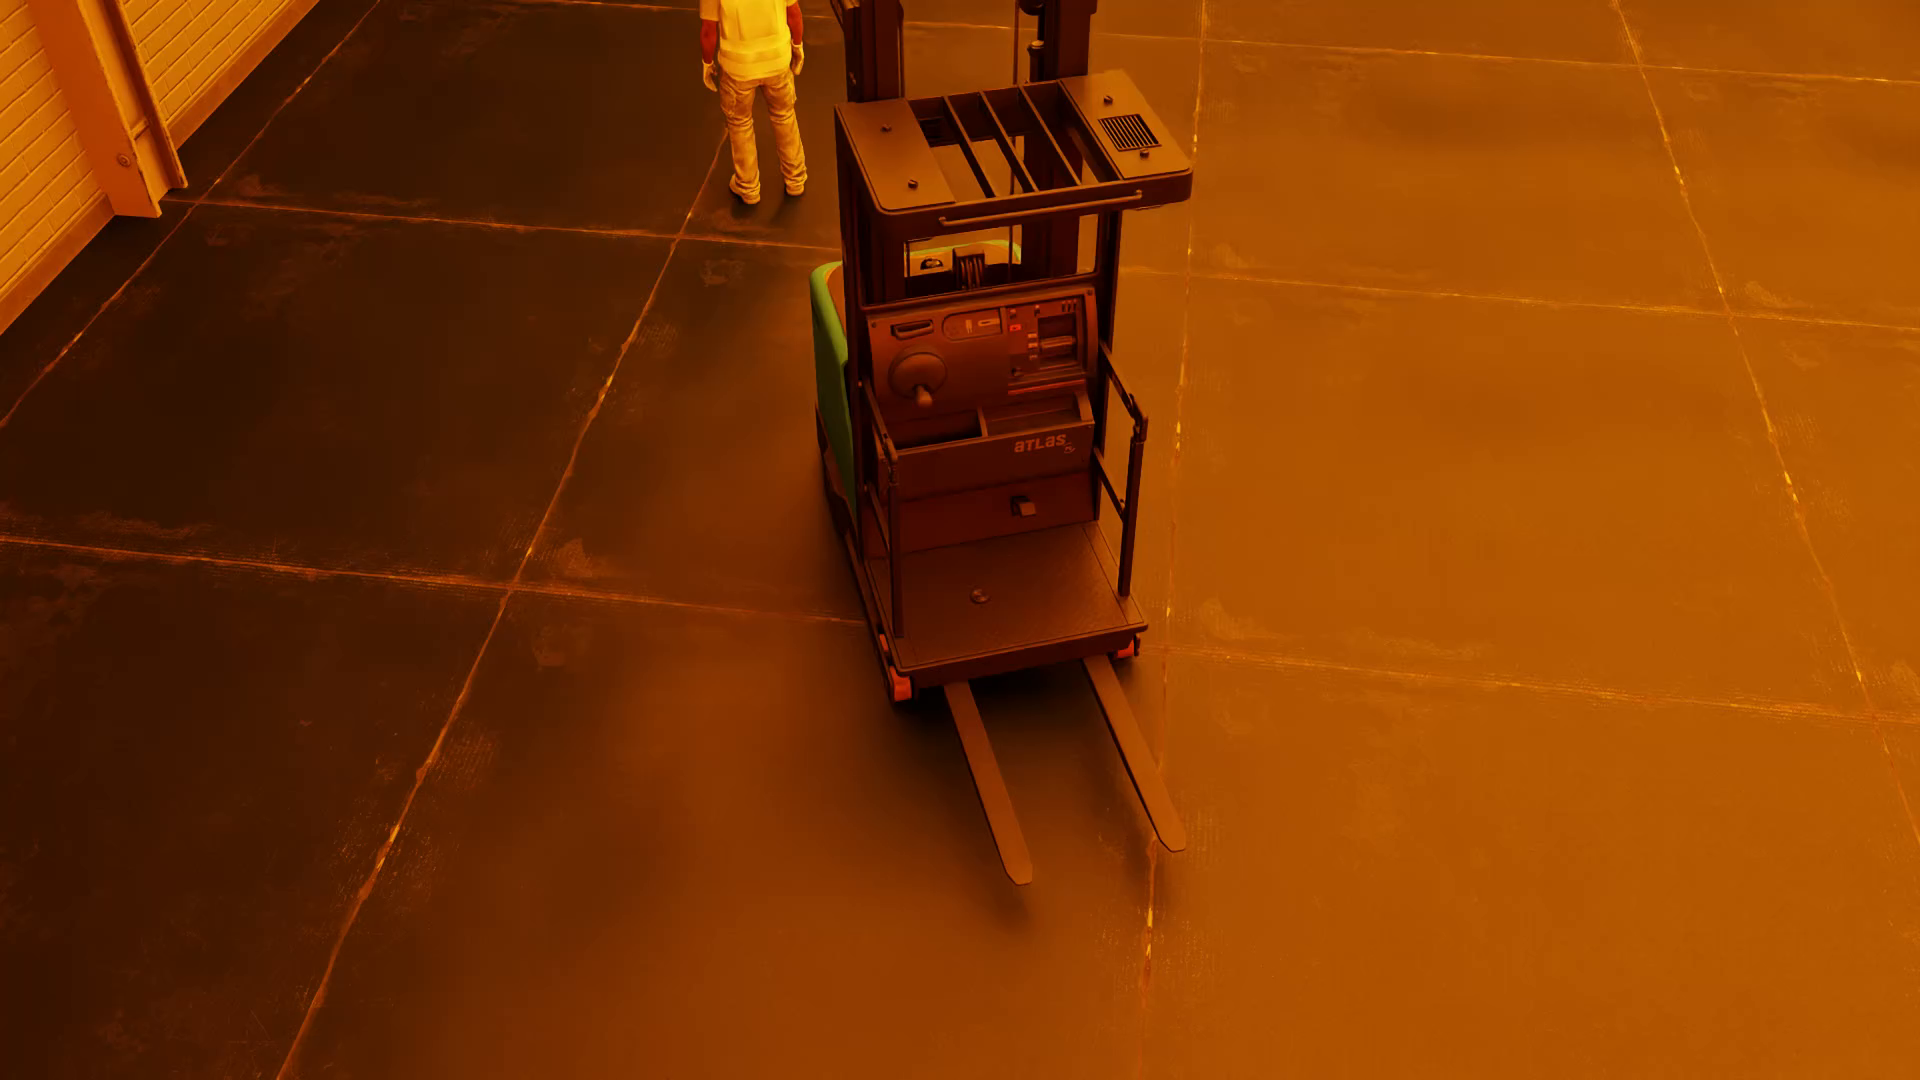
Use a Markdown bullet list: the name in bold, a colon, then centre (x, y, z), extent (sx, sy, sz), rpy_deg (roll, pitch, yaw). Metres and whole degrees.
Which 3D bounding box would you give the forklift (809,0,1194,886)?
- **forklift**: centre (0.153, -0.681, 6.465), extent (1.130, 2.935, 3.031), rpy_deg (-10, 44, -11)

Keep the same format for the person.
- **person**: centre (-1.197, -2.790, 9.621), extent (0.618, 1.772, 0.451), rpy_deg (-15, 45, -16)
